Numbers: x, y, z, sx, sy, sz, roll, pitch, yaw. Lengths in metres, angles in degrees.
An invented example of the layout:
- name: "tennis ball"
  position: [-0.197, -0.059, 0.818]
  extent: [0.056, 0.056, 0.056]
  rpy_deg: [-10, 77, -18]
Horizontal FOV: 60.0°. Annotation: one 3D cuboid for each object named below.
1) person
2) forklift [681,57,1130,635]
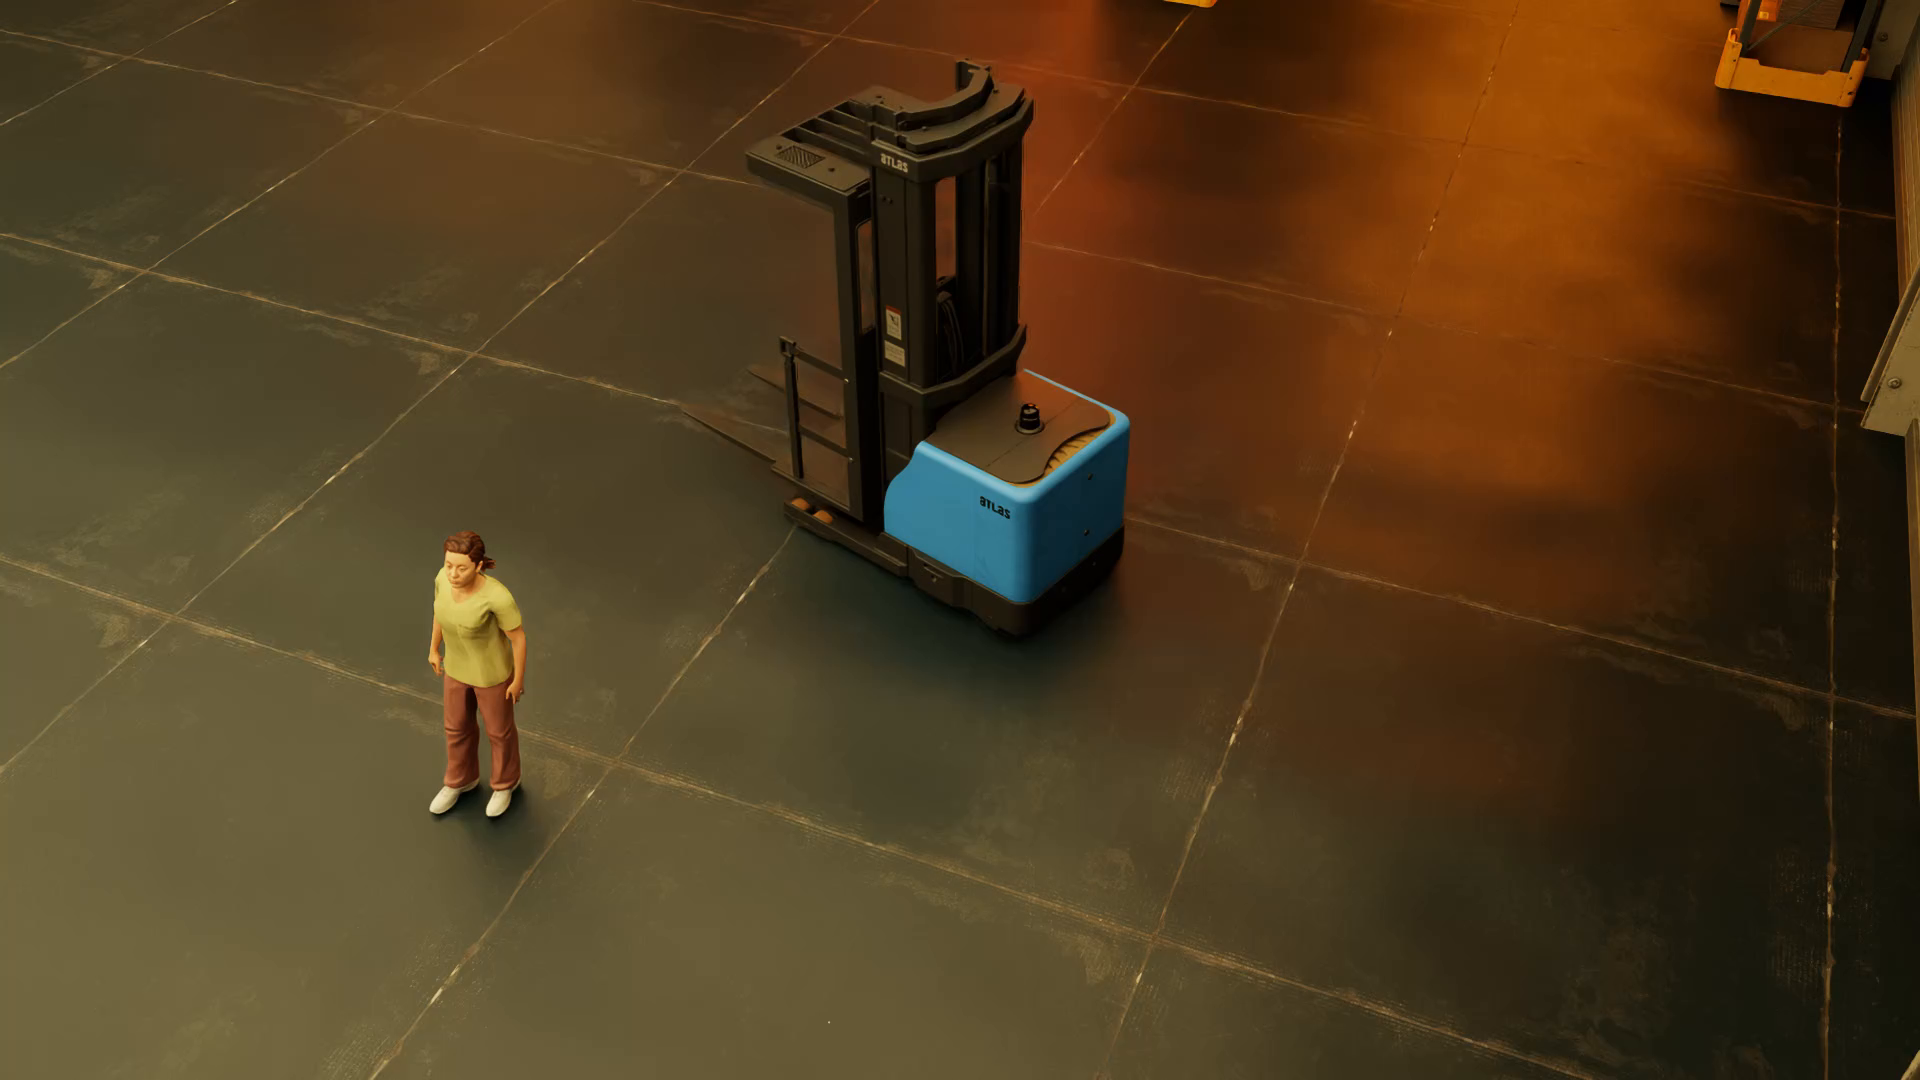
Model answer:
- name: "person"
  position: [-2.398, 0.692, 8.167]
  extent: [0.545, 1.656, 0.541]
  rpy_deg: [16, 42, 18]
- name: "forklift"
  position: [-0.471, -1.373, 9.647]
  extent: [3.031, 2.935, 1.130]
  rpy_deg: [28, 47, 29]
